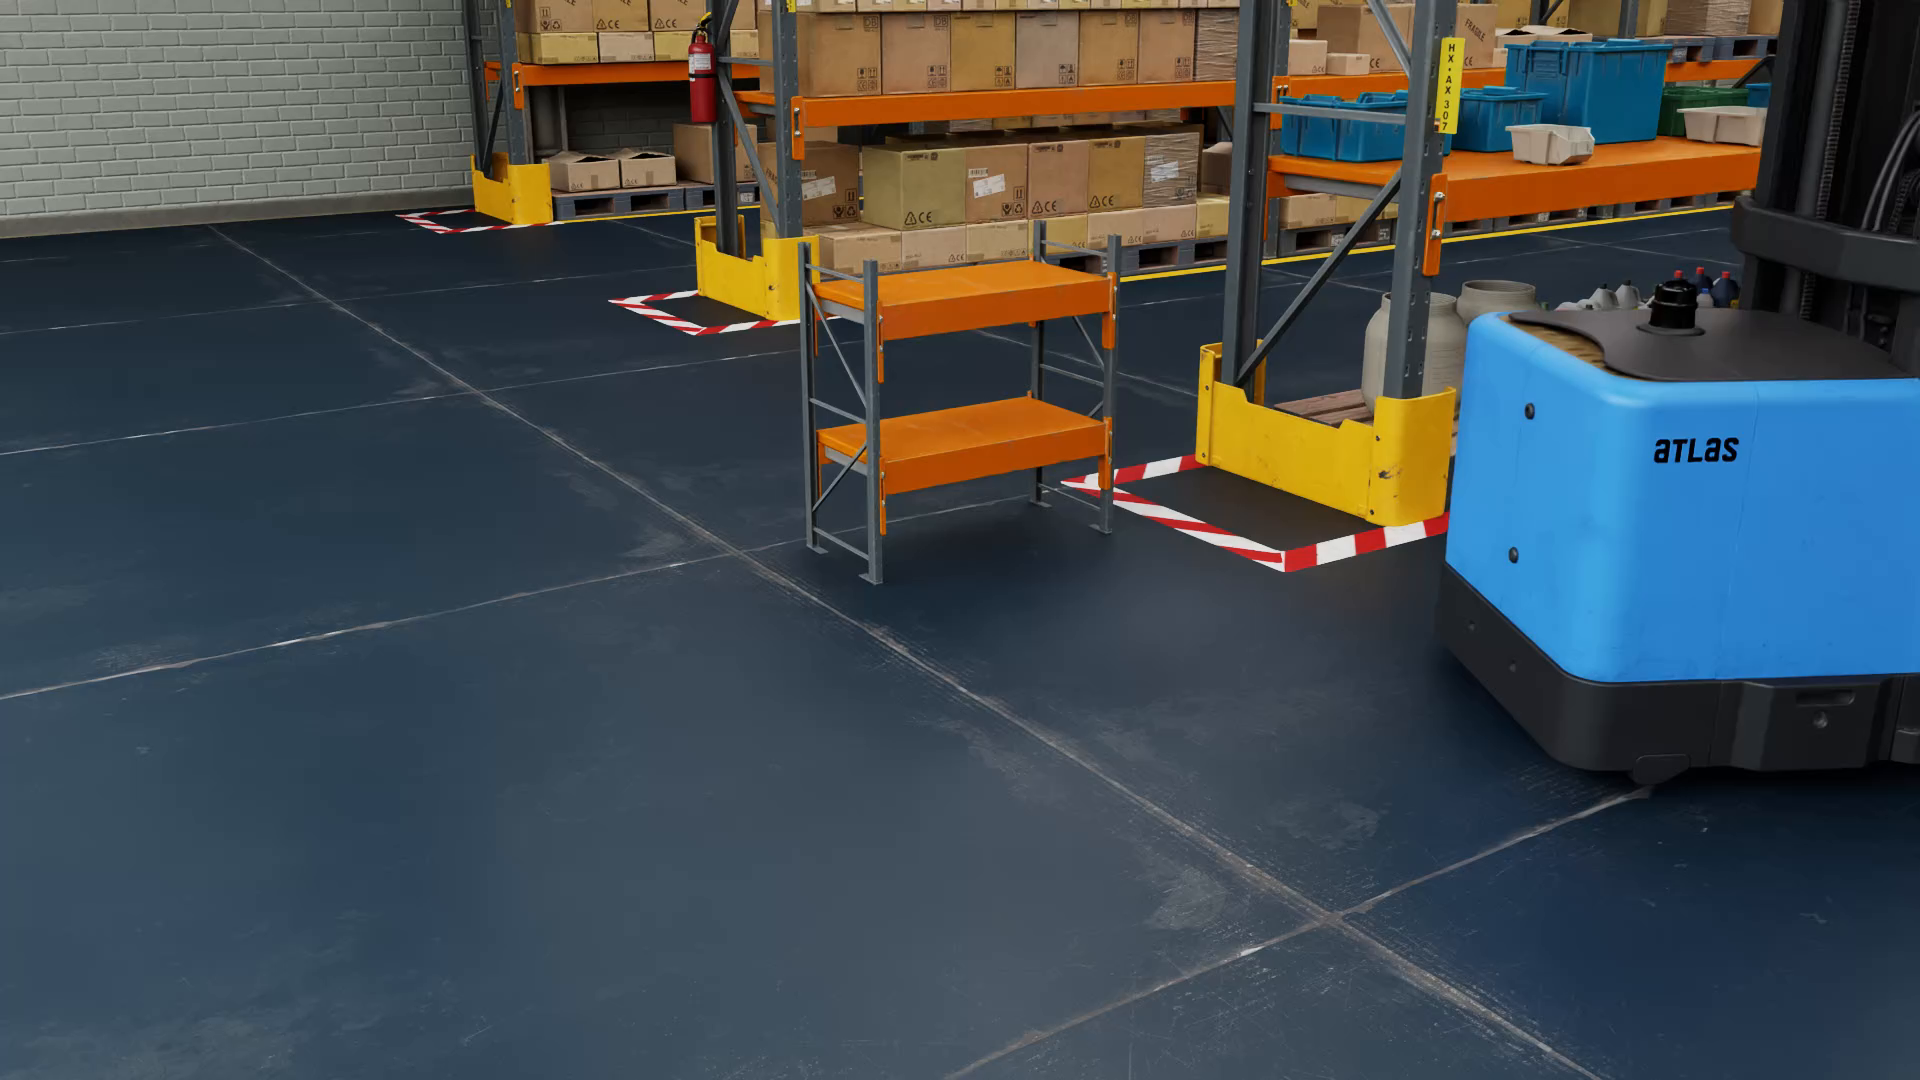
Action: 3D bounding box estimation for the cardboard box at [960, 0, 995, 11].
[{"bbox_3d":[0.019,-3.498,10.739,0.250,0.149,0.380,-13,23,-33],"label":"cardboard box"}]

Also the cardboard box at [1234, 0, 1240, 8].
[{"bbox_3d":[1.943,-3.904,11.939,0.250,0.149,0.380,-12,22,-31],"label":"cardboard box"}]

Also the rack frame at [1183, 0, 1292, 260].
[{"bbox_3d":[2.052,-3.654,12.370,0.127,3.000,1.000,-12,22,-31],"label":"rack frame"}]

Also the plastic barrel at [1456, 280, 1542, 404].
[{"bbox_3d":[2.359,-0.869,7.361,0.421,0.512,0.421,0,19,0],"label":"plastic barrel"}]

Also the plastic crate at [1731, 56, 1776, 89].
[{"bbox_3d":[4.266,-2.241,8.287,0.504,0.338,0.767,-12,22,-31],"label":"plastic crate"}]

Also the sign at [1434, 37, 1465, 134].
[{"bbox_3d":[1.731,-1.607,5.883,0.005,0.325,0.100,-12,22,-31],"label":"sign"}]

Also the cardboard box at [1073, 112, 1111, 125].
[{"bbox_3d":[1.199,-4.412,17.827,0.500,0.500,0.700,-12,22,-32],"label":"cardboard box"}]

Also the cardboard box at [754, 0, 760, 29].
[{"bbox_3d":[-1.741,-4.931,15.179,0.500,0.500,0.500,-13,22,-33],"label":"cardboard box"}]

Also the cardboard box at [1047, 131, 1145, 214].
[{"bbox_3d":[0.945,-2.592,11.694,0.500,0.500,0.500,-12,22,-31],"label":"cardboard box"}]

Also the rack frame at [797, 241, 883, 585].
[{"bbox_3d":[-0.419,-0.445,5.803,0.032,1.125,0.500,-12,22,-31],"label":"rack frame"}]

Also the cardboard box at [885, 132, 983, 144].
[{"bbox_3d":[-0.177,-2.555,11.587,0.500,0.500,0.500,-12,22,-31],"label":"cardboard box"}]

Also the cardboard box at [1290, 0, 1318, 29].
[{"bbox_3d":[3.654,-5.988,18.621,0.500,0.500,0.500,-11,22,-30],"label":"cardboard box"}]

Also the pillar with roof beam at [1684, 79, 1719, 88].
[{"bbox_3d":[13.493,-9.490,20.264,0.400,9.000,9.100,-12,22,-31],"label":"pillar with roof beam"}]

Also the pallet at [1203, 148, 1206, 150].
[{"bbox_3d":[2.012,-4.225,18.412,1.213,0.211,1.003,-12,22,-31],"label":"pallet"}]

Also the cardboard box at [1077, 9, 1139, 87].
[{"bbox_3d":[0.827,-3.440,11.580,0.500,0.500,0.700,-12,22,-31],"label":"cardboard box"}]

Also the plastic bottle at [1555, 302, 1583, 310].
[{"bbox_3d":[2.951,-1.020,8.144,0.135,0.276,0.152,-12,22,-31],"label":"plastic bottle"}]

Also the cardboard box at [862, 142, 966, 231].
[{"bbox_3d":[-0.302,-2.325,10.904,0.500,0.500,0.500,-12,22,-31],"label":"cardboard box"}]

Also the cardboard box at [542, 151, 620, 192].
[{"bbox_3d":[-3.389,-3.306,14.853,0.500,0.311,0.500,-15,24,-37],"label":"cardboard box"}]

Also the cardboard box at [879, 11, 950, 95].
[{"bbox_3d":[-0.456,-3.170,10.781,0.500,0.500,0.700,-11,22,-30],"label":"cardboard box"}]

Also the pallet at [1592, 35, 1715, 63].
[{"bbox_3d":[5.920,-4.406,14.894,1.003,0.211,1.213,-12,22,-31],"label":"pallet"}]

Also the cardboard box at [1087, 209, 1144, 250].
[{"bbox_3d":[0.952,-2.233,11.804,0.500,0.250,0.500,-12,22,-31],"label":"cardboard box"}]

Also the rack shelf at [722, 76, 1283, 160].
[{"bbox_3d":[0.382,-2.961,11.443,4.000,0.370,1.077,-12,22,-31],"label":"rack shelf"}]

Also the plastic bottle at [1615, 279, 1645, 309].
[{"bbox_3d":[3.358,-1.143,8.391,0.185,0.351,0.144,-12,22,-32],"label":"plastic bottle"}]

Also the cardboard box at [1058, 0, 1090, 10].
[{"bbox_3d":[0.661,-3.633,11.138,0.250,0.149,0.380,-11,22,-30],"label":"cardboard box"}]

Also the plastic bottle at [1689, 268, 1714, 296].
[{"bbox_3d":[3.871,-1.251,8.711,0.185,0.351,0.144,-11,22,-30],"label":"plastic bottle"}]

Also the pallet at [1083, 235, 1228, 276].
[{"bbox_3d":[1.365,-2.204,12.435,1.213,0.211,1.003,-12,22,-31],"label":"pallet"}]

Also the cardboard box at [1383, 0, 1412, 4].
[{"bbox_3d":[4.914,-6.258,19.420,0.500,0.500,0.500,-12,22,-31],"label":"cardboard box"}]

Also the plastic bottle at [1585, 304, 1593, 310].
[{"bbox_3d":[3.010,-0.995,8.059,0.133,0.283,0.061,-12,22,-31],"label":"plastic bottle"}]

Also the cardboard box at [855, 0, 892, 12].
[{"bbox_3d":[-0.624,-3.363,10.340,0.250,0.149,0.380,-13,22,-33],"label":"cardboard box"}]

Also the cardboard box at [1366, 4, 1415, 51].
[{"bbox_3d":[3.561,-4.013,13.277,0.500,0.500,0.500,-12,22,-31],"label":"cardboard box"}]

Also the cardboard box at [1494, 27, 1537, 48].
[{"bbox_3d":[4.539,-4.211,14.156,0.500,0.311,0.500,-12,22,-32],"label":"cardboard box"}]

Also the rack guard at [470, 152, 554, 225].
[{"bbox_3d":[-3.953,-3.103,14.643,0.348,0.500,1.175,-12,22,-31],"label":"rack guard"}]

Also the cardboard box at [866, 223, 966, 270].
[{"bbox_3d":[-0.303,-1.970,11.026,0.500,0.250,0.500,-12,22,-31],"label":"cardboard box"}]

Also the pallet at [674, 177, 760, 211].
[{"bbox_3d":[-2.237,-3.314,15.717,1.213,0.211,1.003,-12,22,-31],"label":"pallet"}]

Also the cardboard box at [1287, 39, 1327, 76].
[{"bbox_3d":[2.439,-3.682,12.685,0.500,0.250,0.500,-10,21,-28],"label":"cardboard box"}]

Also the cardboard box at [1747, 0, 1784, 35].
[{"bbox_3d":[7.292,-4.982,15.486,0.700,0.500,0.500,16,24,39],"label":"cardboard box"}]

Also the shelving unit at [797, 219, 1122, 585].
[{"bbox_3d":[0.006,-0.534,6.068,1.048,1.125,0.538,-12,22,-31],"label":"shelving unit"}]

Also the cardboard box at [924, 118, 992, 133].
[{"bbox_3d":[-0.070,-4.137,17.014,0.500,0.500,0.700,-11,22,-30],"label":"cardboard box"}]

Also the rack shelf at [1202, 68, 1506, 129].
[{"bbox_3d":[3.722,-3.666,13.527,4.000,0.370,1.077,-12,22,-31],"label":"rack shelf"}]

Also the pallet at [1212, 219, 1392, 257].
[{"bbox_3d":[2.646,-2.473,13.231,1.213,0.211,1.003,-12,22,-31],"label":"pallet"}]

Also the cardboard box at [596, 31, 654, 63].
[{"bbox_3d":[-3.008,-4.309,14.509,0.500,0.250,0.500,-13,22,-33],"label":"cardboard box"}]

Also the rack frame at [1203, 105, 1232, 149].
[{"bbox_3d":[2.665,-5.683,18.372,0.127,3.000,1.000,-12,22,-31],"label":"rack frame"}]

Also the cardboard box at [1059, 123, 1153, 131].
[{"bbox_3d":[1.079,-2.818,12.363,0.500,0.500,0.500,-12,22,-31],"label":"cardboard box"}]

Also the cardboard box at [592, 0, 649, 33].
[{"bbox_3d":[-3.034,-4.656,14.365,0.500,0.500,0.500,-12,22,-31],"label":"cardboard box"}]

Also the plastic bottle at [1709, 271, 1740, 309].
[{"bbox_3d":[3.950,-1.212,8.597,0.185,0.351,0.144,-12,22,-31],"label":"plastic bottle"}]

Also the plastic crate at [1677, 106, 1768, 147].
[{"bbox_3d":[3.556,-1.850,7.445,0.437,0.136,0.530,-12,22,-31],"label":"plastic crate"}]

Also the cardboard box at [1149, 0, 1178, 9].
[{"bbox_3d":[1.299,-3.767,11.536,0.250,0.149,0.380,-12,22,-32],"label":"cardboard box"}]

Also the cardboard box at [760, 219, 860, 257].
[{"bbox_3d":[-1.003,-2.019,11.172,0.500,0.250,0.500,-12,22,-31],"label":"cardboard box"}]

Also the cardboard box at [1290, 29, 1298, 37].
[{"bbox_3d":[3.551,-5.636,18.593,0.250,0.149,0.380,-11,22,-30],"label":"cardboard box"}]

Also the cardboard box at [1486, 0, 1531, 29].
[{"bbox_3d":[6.468,-6.621,20.677,0.700,0.700,0.980,-12,22,-31],"label":"cardboard box"}]

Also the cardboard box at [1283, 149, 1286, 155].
[{"bbox_3d":[2.534,-2.822,12.672,0.500,0.311,0.500,-12,22,-31],"label":"cardboard box"}]

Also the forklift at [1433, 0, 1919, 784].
[{"bbox_3d":[3.016,-0.932,4.425,3.031,2.935,1.130,-2,19,-5],"label":"forklift"}]

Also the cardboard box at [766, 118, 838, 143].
[{"bbox_3d":[-1.520,-3.809,16.045,0.500,0.500,0.500,-14,23,-35],"label":"cardboard box"}]

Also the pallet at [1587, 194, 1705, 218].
[{"bbox_3d":[6.037,-3.159,15.260,1.213,0.211,1.003,-12,22,-31],"label":"pallet"}]

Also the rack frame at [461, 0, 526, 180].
[{"bbox_3d":[-4.016,-4.274,14.203,0.127,3.000,1.000,-12,22,-31],"label":"rack frame"}]

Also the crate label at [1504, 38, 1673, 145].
[{"bbox_3d":[2.821,-2.037,7.532,0.616,0.435,0.502,-12,22,-31],"label":"crate label"}]

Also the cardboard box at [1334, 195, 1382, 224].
[{"bbox_3d":[2.953,-2.645,13.023,0.500,0.250,0.500,-11,22,-30],"label":"cardboard box"}]
